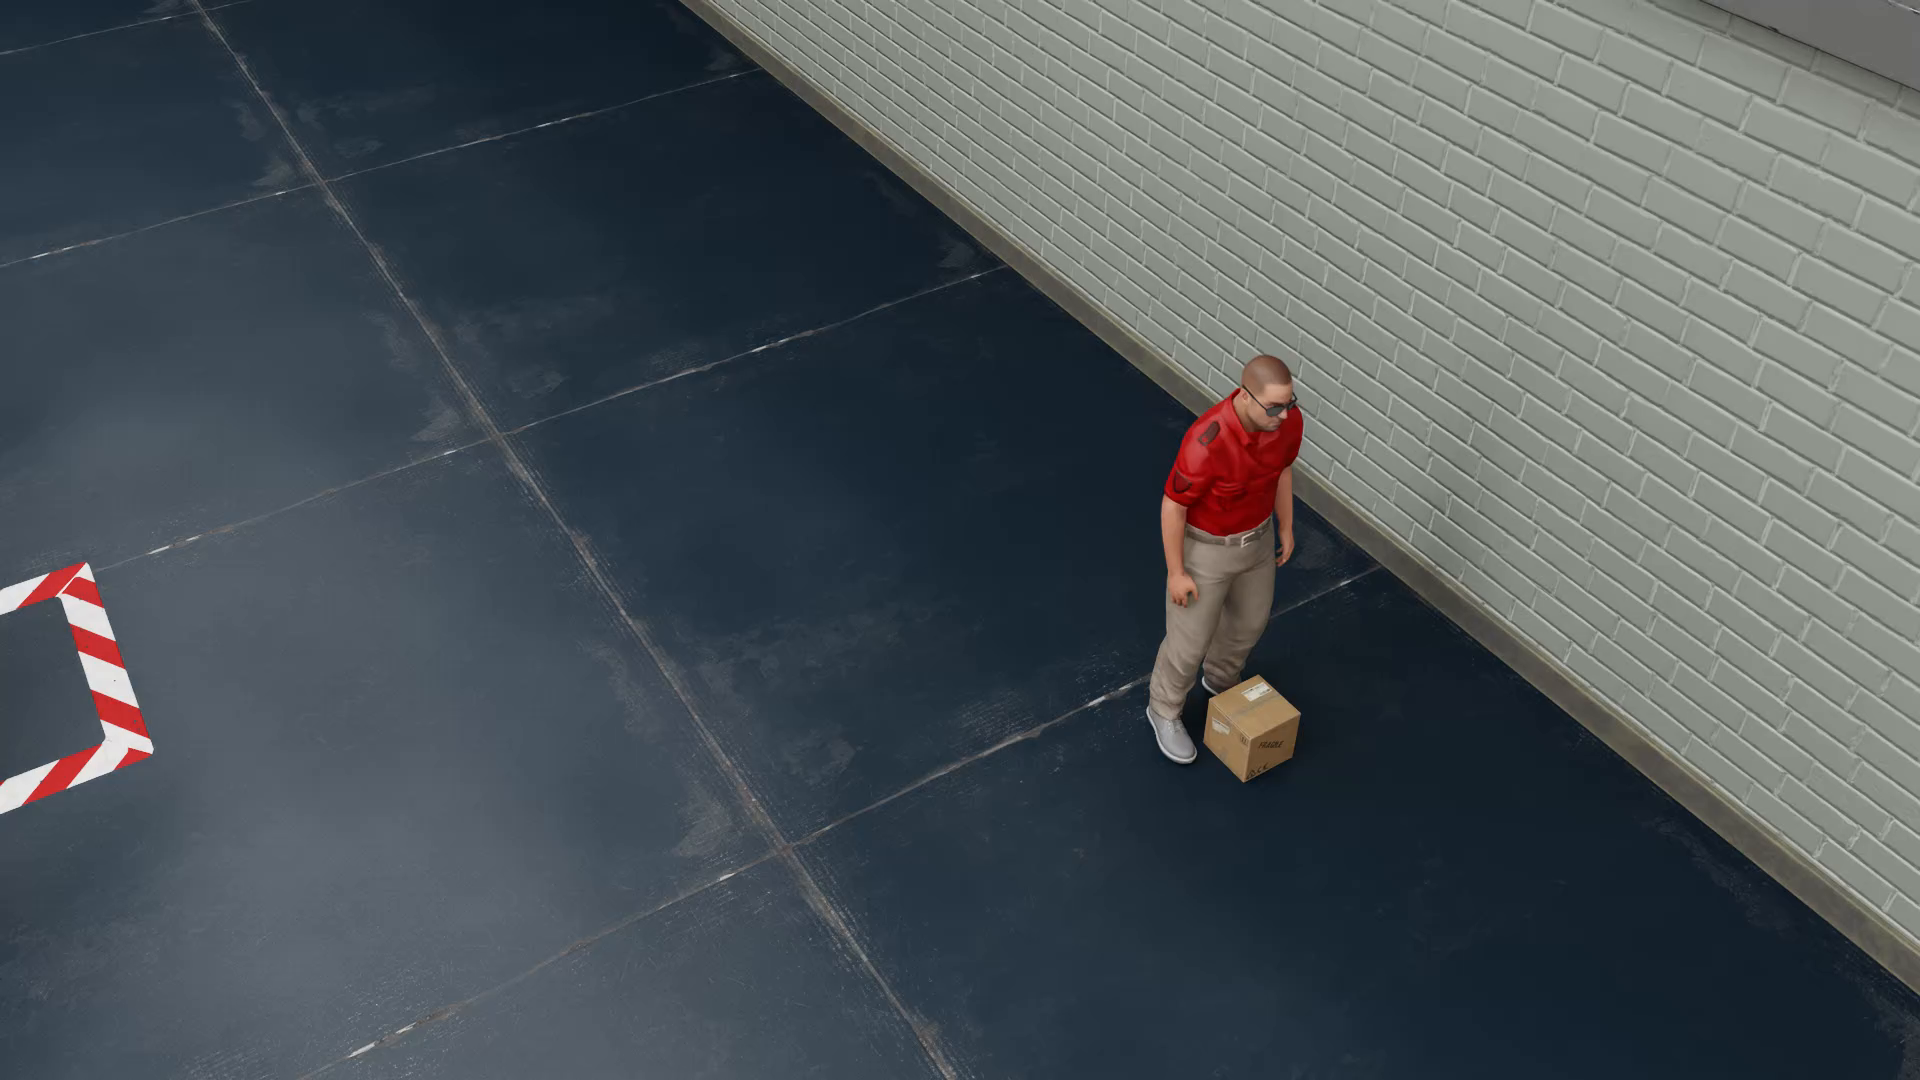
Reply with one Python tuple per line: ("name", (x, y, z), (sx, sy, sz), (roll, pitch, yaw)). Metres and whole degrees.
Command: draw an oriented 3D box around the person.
("person", (0.987, 0.034, 6.128), (0.585, 1.727, 0.392), (-22, 45, -24))
